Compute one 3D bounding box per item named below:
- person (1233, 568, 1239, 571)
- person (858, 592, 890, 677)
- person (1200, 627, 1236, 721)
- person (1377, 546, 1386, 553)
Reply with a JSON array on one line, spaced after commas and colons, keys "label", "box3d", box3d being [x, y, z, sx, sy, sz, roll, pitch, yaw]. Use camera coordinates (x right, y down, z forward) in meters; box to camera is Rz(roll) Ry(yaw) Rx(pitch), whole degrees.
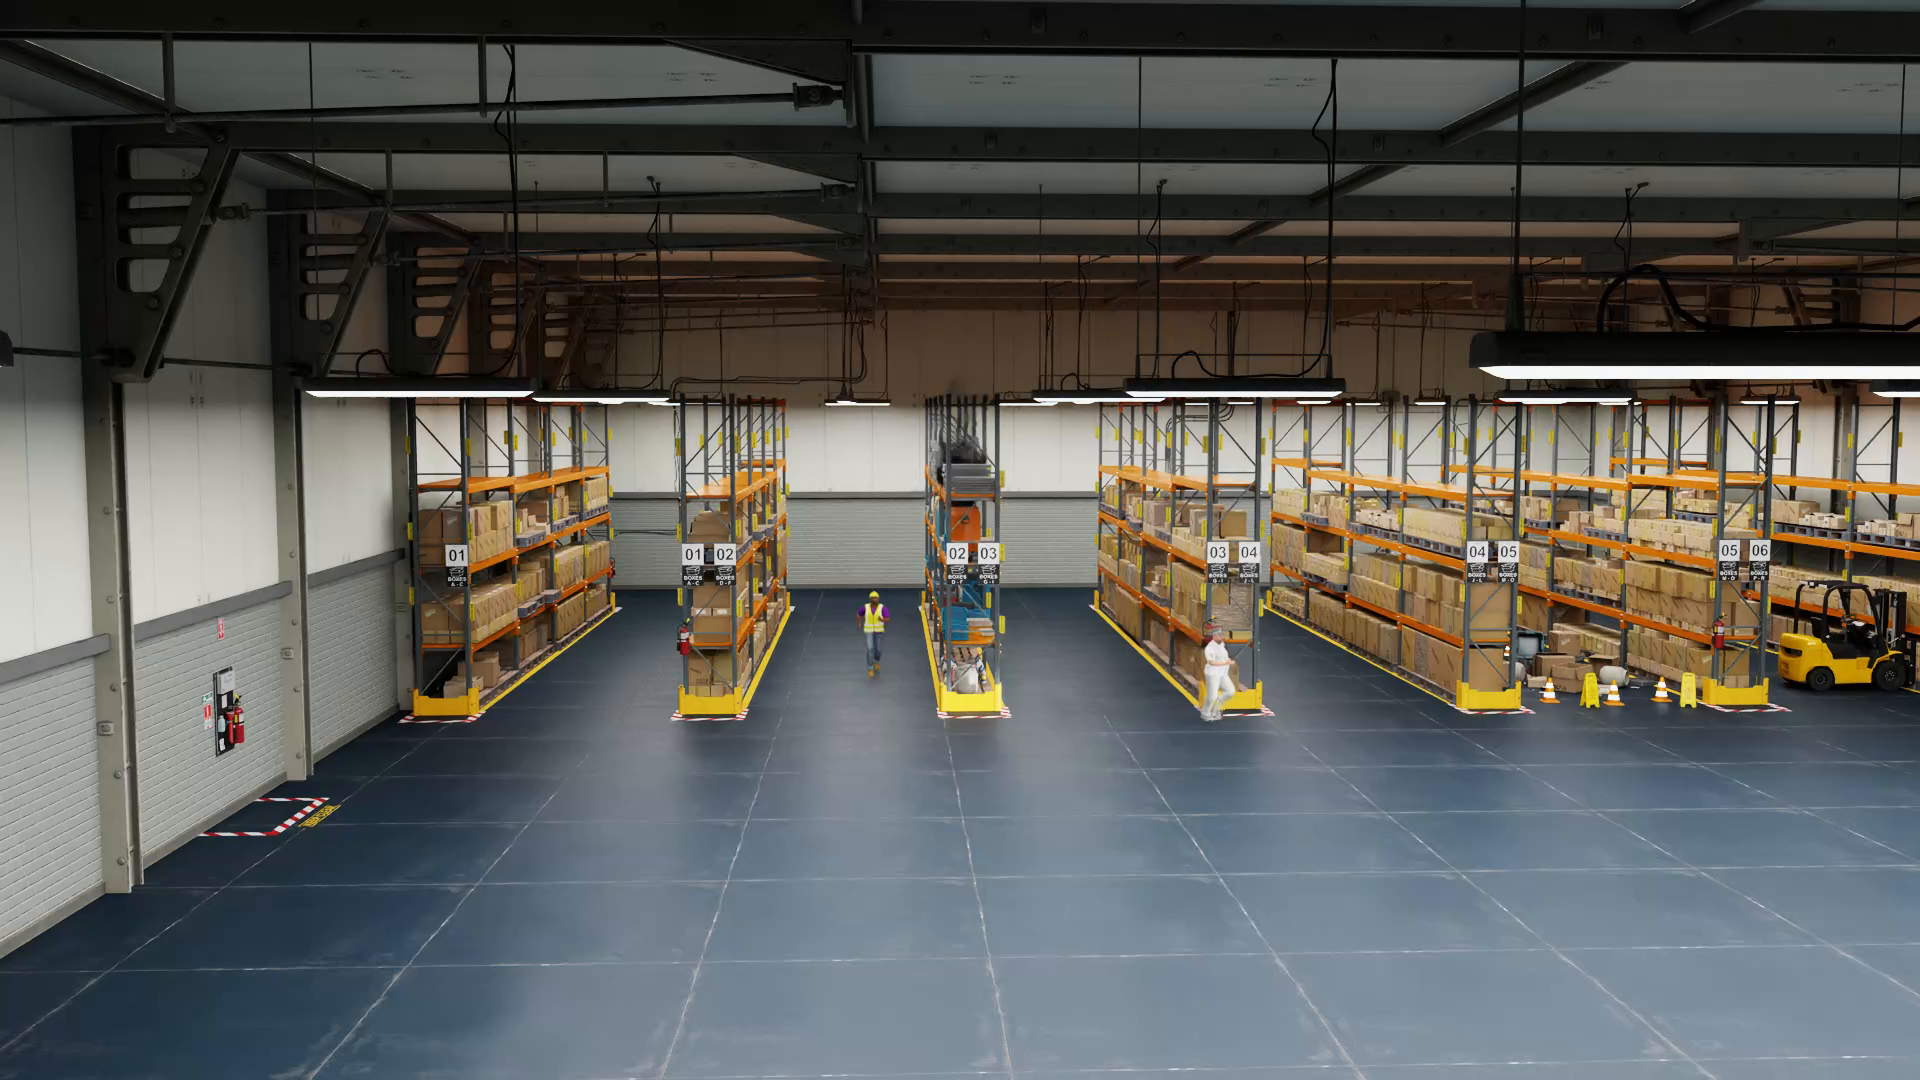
[{"label": "person", "box3d": [7.704, 1.171, 47.667, 0.631, 1.618, 0.551, 2, 5, 21]}, {"label": "person", "box3d": [-1.845, 1.993, 35.729, 0.693, 1.776, 0.946, 0, 5, -6]}, {"label": "person", "box3d": [4.720, 2.396, 30.300, 0.657, 1.649, 0.726, -4, 6, -43]}, {"label": "person", "box3d": [12.546, 0.969, 49.285, 0.627, 1.741, 0.722, 0, 5, -2]}]
